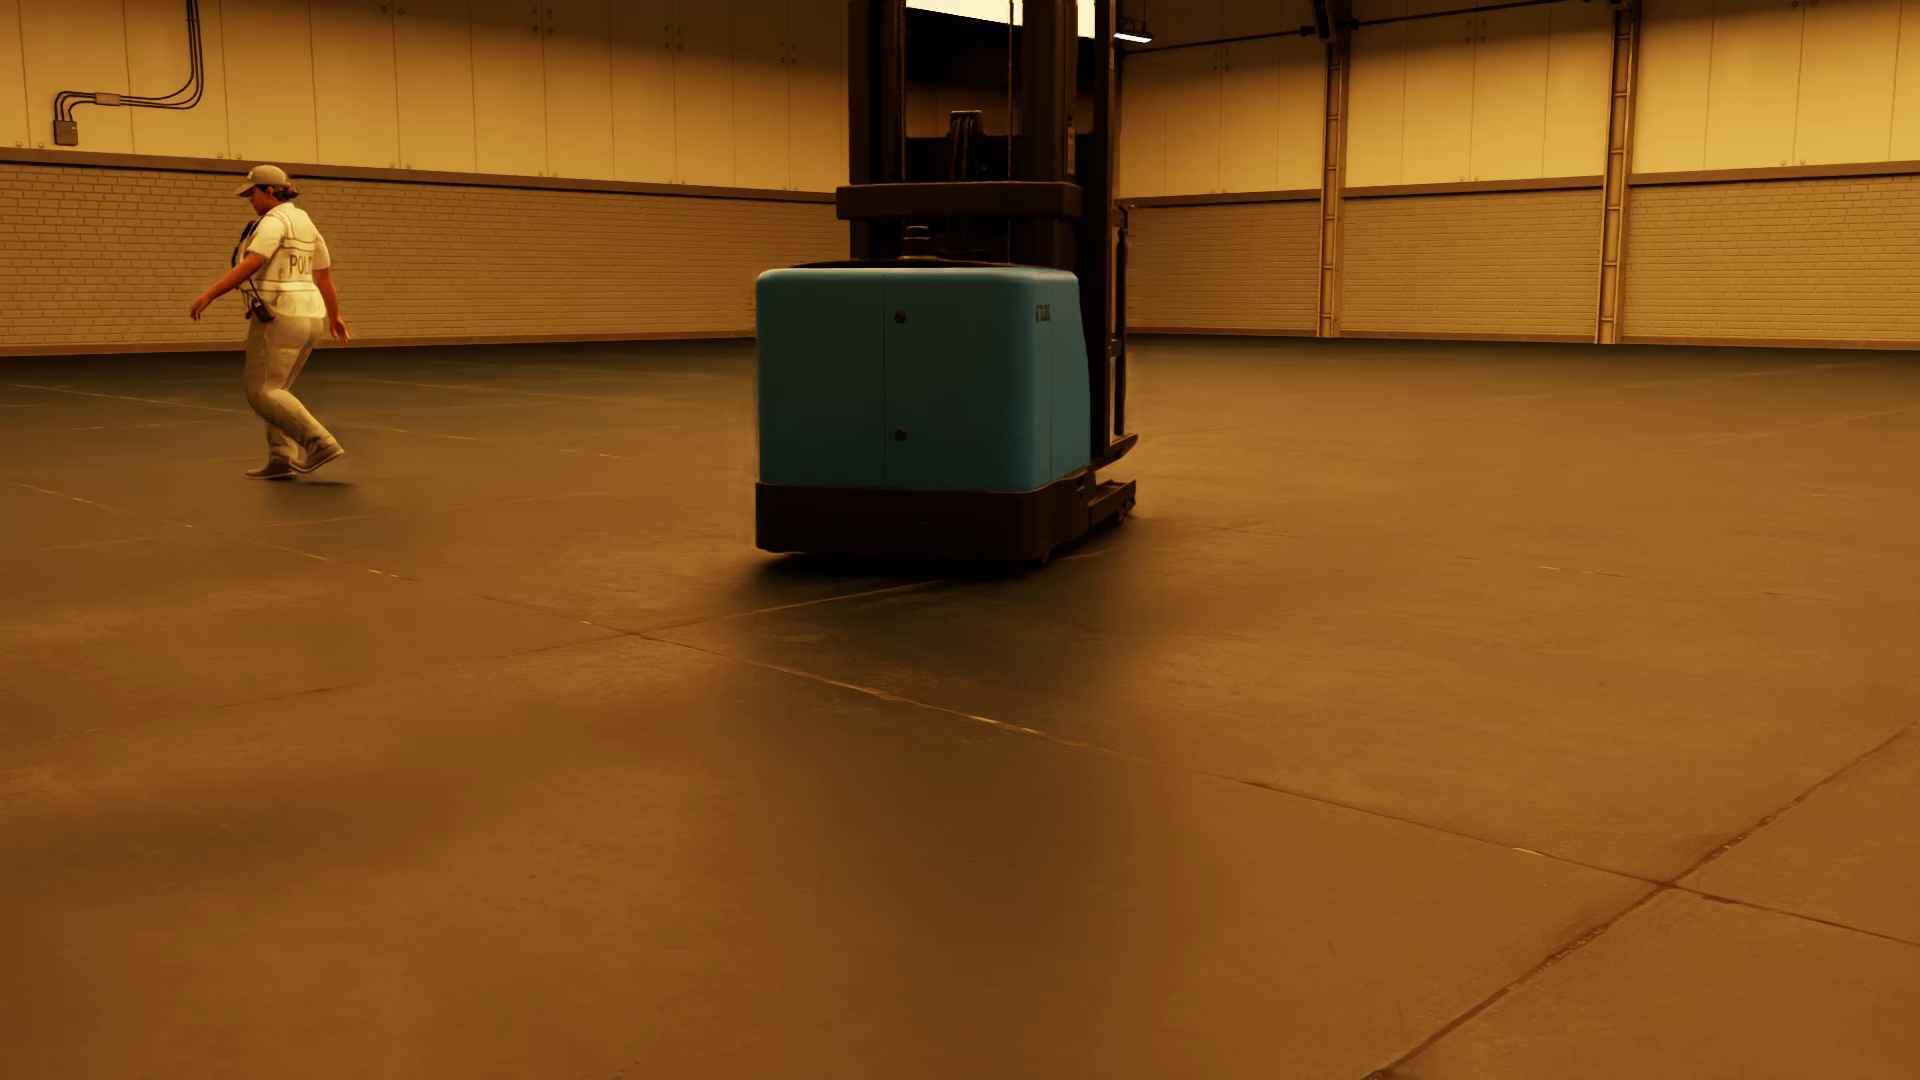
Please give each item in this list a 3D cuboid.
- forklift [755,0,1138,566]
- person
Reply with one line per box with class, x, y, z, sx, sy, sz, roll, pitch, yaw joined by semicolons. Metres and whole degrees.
forklift;0.158;-1.538;7.090;1.130;2.935;3.031;2;9;16
person;-3.552;-1.127;8.721;0.639;1.646;0.792;0;9;0
